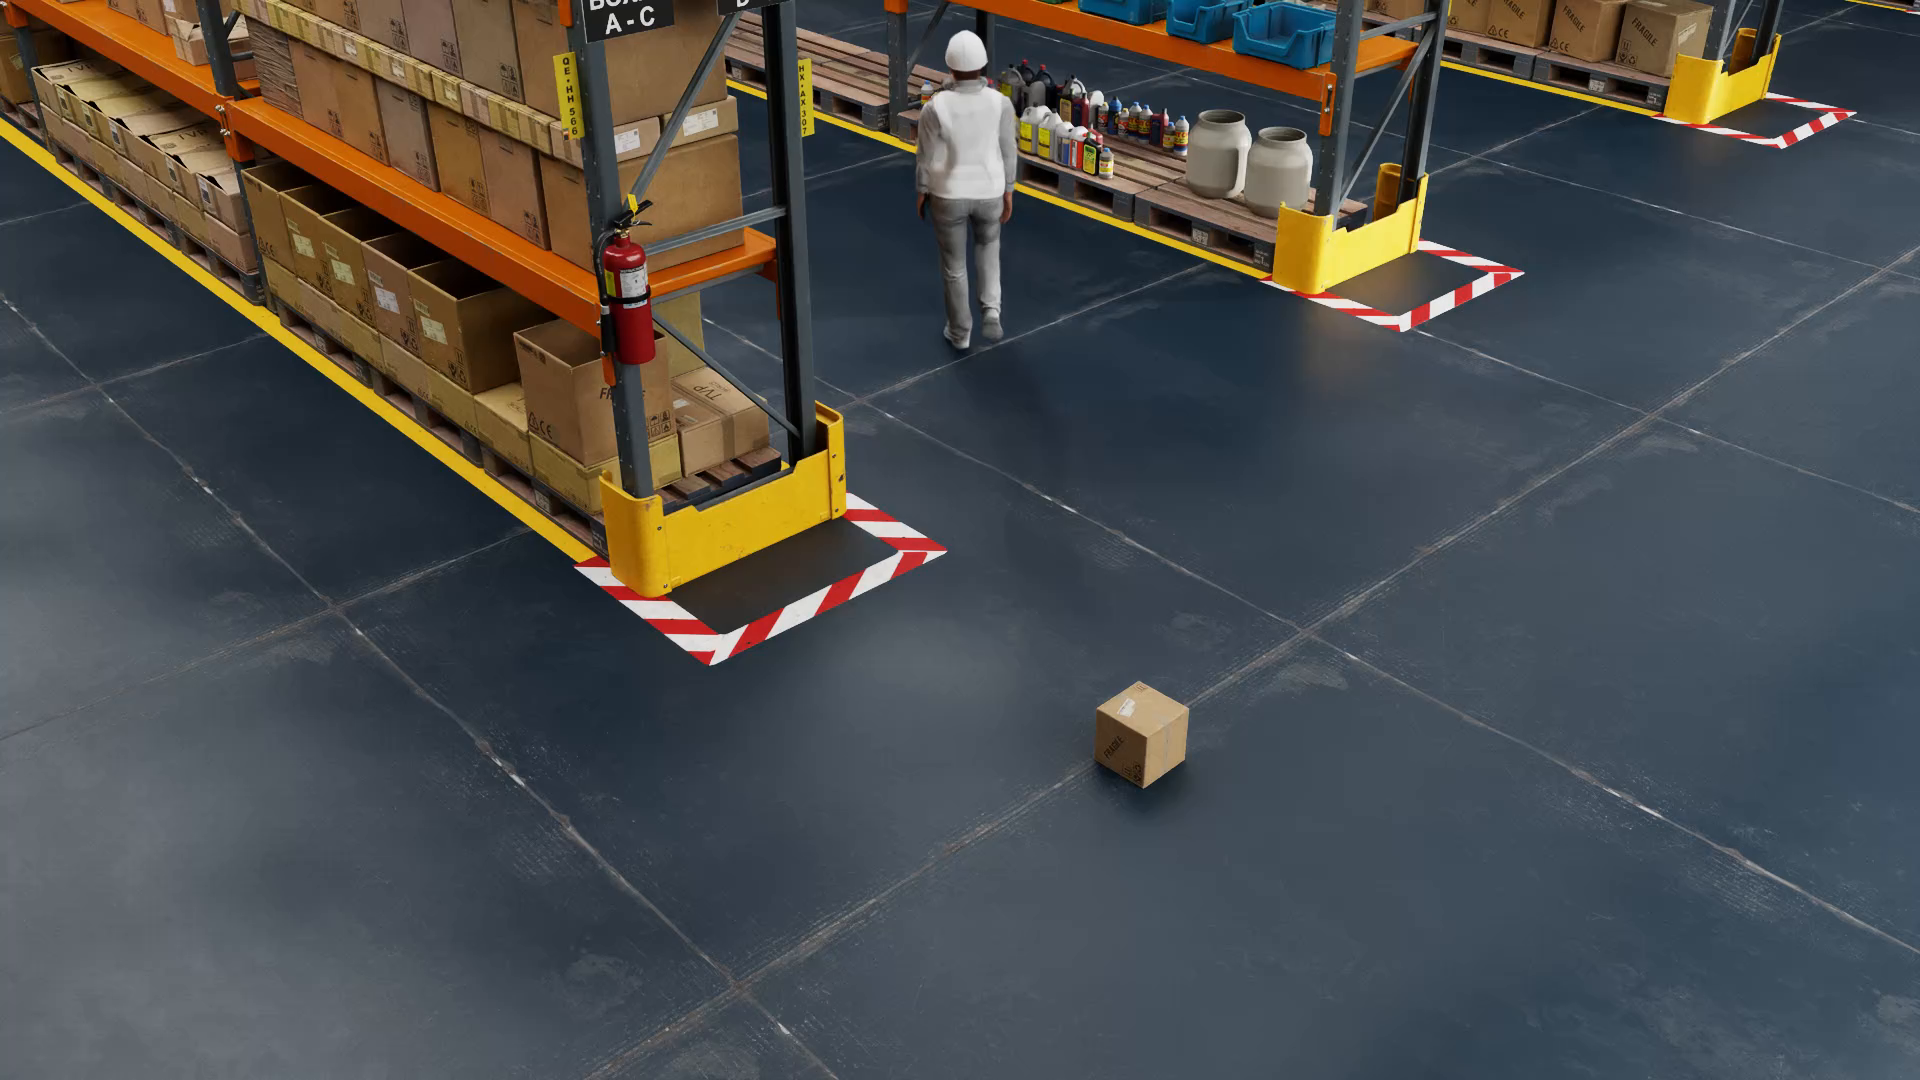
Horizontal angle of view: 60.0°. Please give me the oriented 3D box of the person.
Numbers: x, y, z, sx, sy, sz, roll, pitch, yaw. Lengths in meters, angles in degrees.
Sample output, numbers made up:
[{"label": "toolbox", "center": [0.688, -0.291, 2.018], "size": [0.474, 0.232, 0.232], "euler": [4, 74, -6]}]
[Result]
[{"label": "person", "center": [0.022, -1.929, 9.229], "size": [0.550, 1.794, 0.450], "euler": [-6, 32, -10]}]
